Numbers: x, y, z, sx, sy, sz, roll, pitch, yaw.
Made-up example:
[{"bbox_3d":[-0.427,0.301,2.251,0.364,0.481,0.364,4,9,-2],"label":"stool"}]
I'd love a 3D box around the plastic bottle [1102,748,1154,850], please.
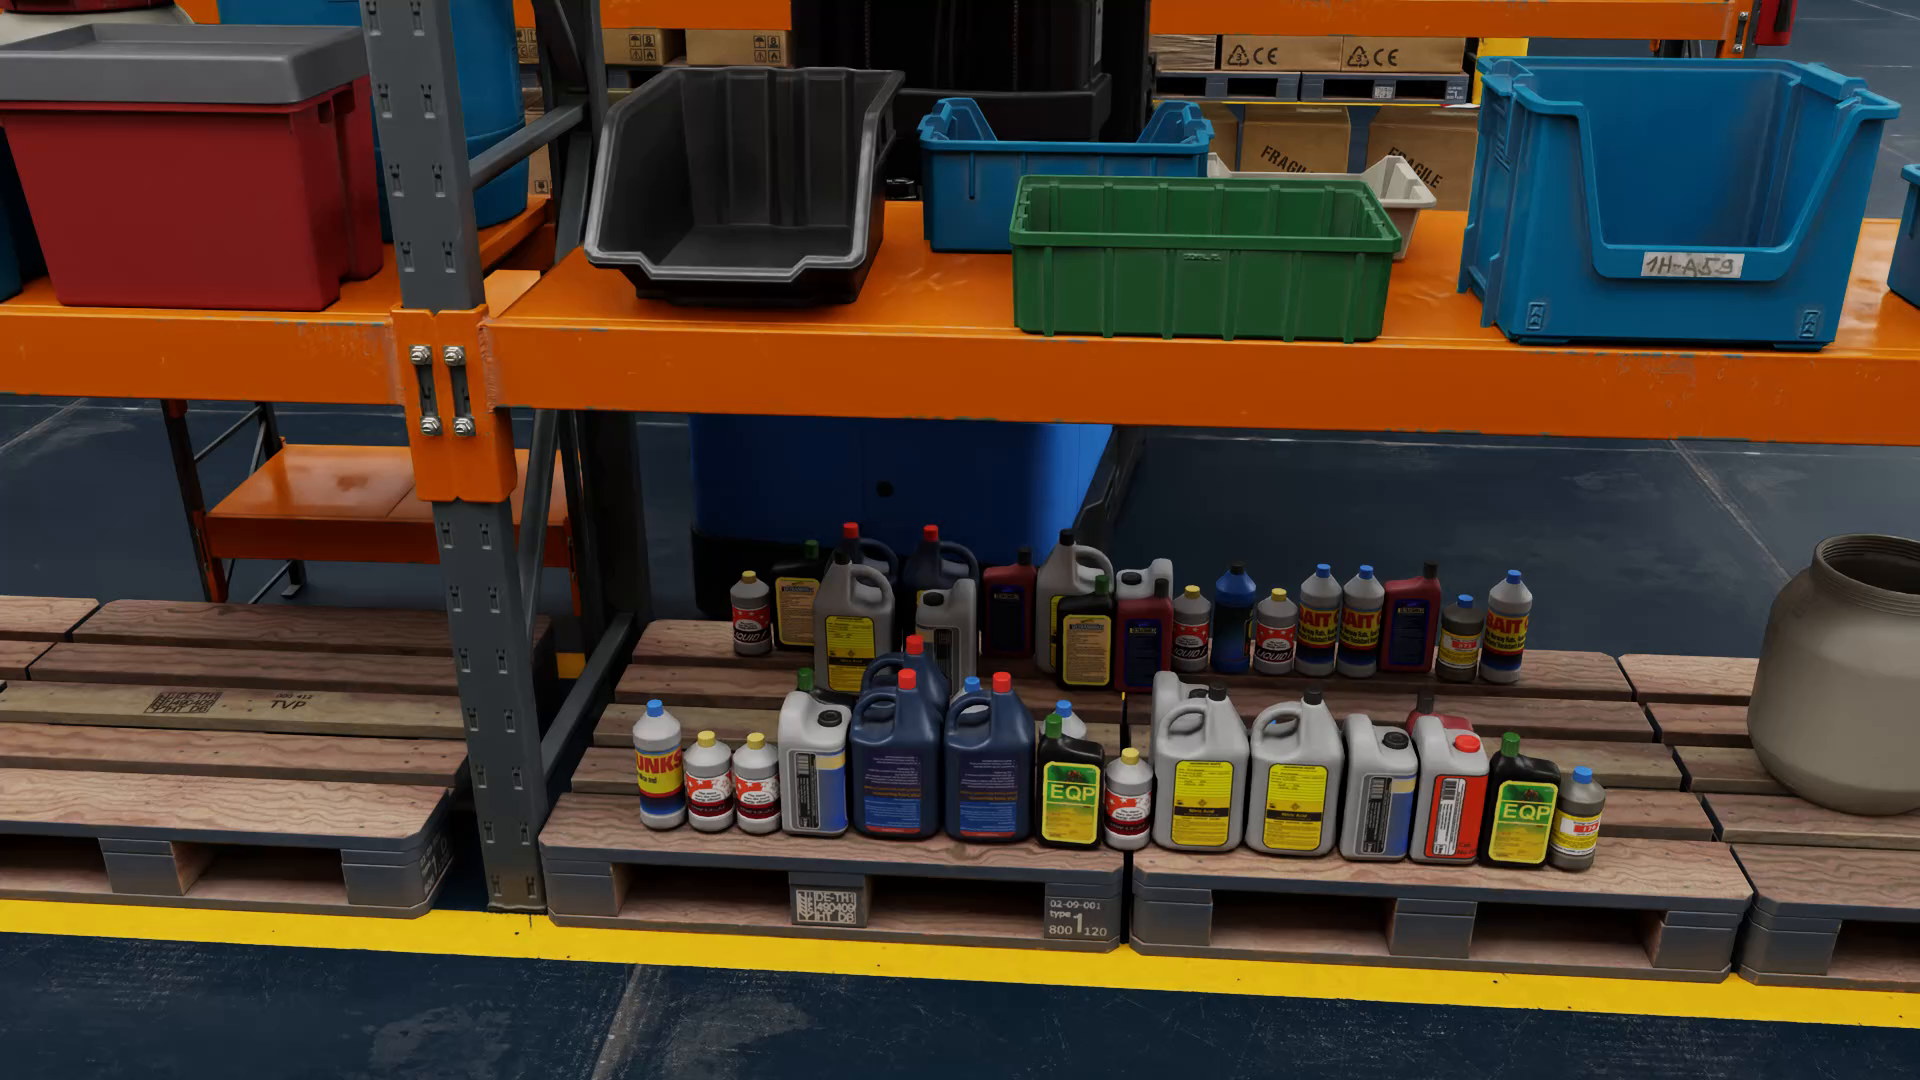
[{"bbox_3d":[0.340,0.515,3.363,0.097,0.201,0.097,0,25,0],"label":"plastic bottle"}]

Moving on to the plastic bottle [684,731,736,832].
[{"bbox_3d":[-0.516,0.488,3.423,0.097,0.201,0.097,0,25,0],"label":"plastic bottle"}]

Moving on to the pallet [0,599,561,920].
[{"bbox_3d":[-1.687,0.478,3.958,1.213,0.211,1.003,2,25,4],"label":"pallet"}]

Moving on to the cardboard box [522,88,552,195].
[{"bbox_3d":[-2.165,-1.978,8.424,0.500,0.500,0.700,0,25,-1],"label":"cardboard box"}]

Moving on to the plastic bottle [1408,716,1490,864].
[{"bbox_3d":[0.973,0.490,3.328,0.135,0.276,0.152,2,25,4],"label":"plastic bottle"}]

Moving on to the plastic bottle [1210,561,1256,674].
[{"bbox_3d":[0.659,0.179,4.009,0.097,0.271,0.097,0,25,0],"label":"plastic bottle"}]

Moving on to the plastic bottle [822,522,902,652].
[{"bbox_3d":[-0.237,0.124,4.034,0.185,0.351,0.144,1,25,3],"label":"plastic bottle"}]

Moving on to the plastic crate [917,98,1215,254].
[{"bbox_3d":[0.223,-0.790,3.556,0.616,0.251,0.499,2,25,4],"label":"plastic crate"}]

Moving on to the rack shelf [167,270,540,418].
[{"bbox_3d":[-1.481,-0.533,4.347,1.000,0.278,0.538,1,26,4],"label":"rack shelf"}]

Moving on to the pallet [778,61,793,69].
[{"bbox_3d":[-0.817,-3.634,12.896,1.213,0.211,1.003,2,25,4],"label":"pallet"}]

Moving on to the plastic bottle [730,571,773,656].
[{"bbox_3d":[-0.516,0.173,4.106,0.097,0.201,0.097,0,25,0],"label":"plastic bottle"}]

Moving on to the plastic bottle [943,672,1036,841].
[{"bbox_3d":[0.060,0.429,3.372,0.185,0.351,0.144,1,25,2],"label":"plastic bottle"}]

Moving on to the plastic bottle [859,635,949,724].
[{"bbox_3d":[-0.117,0.363,3.516,0.185,0.351,0.144,2,25,4],"label":"plastic bottle"}]

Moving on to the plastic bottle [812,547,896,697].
[{"bbox_3d":[-0.248,0.184,3.903,0.185,0.351,0.144,2,25,4],"label":"plastic bottle"}]

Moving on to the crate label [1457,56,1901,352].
[{"bbox_3d":[1.231,-0.614,2.953,0.616,0.435,0.502,2,25,4],"label":"crate label"}]

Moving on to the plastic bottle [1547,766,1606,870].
[{"bbox_3d":[1.222,0.544,3.301,0.097,0.201,0.097,0,25,0],"label":"plastic bottle"}]

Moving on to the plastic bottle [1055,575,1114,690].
[{"bbox_3d":[0.294,0.215,3.918,0.133,0.283,0.061,2,25,4],"label":"plastic bottle"}]

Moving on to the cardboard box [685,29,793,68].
[{"bbox_3d":[-1.629,-4.092,12.742,0.750,0.750,1.050,2,25,4],"label":"cardboard box"}]

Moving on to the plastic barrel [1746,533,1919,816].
[{"bbox_3d":[1.925,0.283,3.521,0.421,0.512,0.421,0,25,0],"label":"plastic barrel"}]

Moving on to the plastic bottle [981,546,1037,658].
[{"bbox_3d":[0.120,0.149,4.061,0.133,0.283,0.061,3,25,8],"label":"plastic bottle"}]

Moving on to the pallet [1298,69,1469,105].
[{"bbox_3d":[3.143,-3.506,12.617,1.213,0.211,1.003,2,25,4],"label":"pallet"}]

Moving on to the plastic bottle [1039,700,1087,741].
[{"bbox_3d":[0.209,0.454,3.413,0.097,0.271,0.097,0,25,0],"label":"plastic bottle"}]

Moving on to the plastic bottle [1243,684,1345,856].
[{"bbox_3d":[0.669,0.448,3.330,0.185,0.351,0.144,3,25,6],"label":"plastic bottle"}]

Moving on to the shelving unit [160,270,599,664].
[{"bbox_3d":[-1.479,-0.269,4.473,1.048,1.125,0.538,1,26,4],"label":"shelving unit"}]

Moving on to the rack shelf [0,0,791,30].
[{"bbox_3d":[-2.516,-2.581,8.132,4.000,0.370,1.077,2,25,4],"label":"rack shelf"}]

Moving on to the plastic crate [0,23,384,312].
[{"bbox_3d":[-1.408,-0.697,3.099,0.583,0.464,0.402,2,25,4],"label":"plastic crate"}]

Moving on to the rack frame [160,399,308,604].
[{"bbox_3d":[-1.986,-0.281,4.506,0.032,1.125,0.500,1,26,4],"label":"rack frame"}]

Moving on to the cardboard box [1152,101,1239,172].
[{"bbox_3d":[1.070,-1.867,8.208,0.500,0.500,0.500,0,25,-1],"label":"cardboard box"}]

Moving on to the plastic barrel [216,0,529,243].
[{"bbox_3d":[-1.263,-1.146,3.552,0.708,0.901,0.600,2,25,4],"label":"plastic barrel"}]

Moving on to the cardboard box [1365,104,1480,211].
[{"bbox_3d":[2.246,-1.803,8.068,0.500,0.500,0.500,8,26,18],"label":"cardboard box"}]

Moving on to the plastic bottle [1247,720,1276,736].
[{"bbox_3d":[0.635,0.464,3.474,0.097,0.201,0.097,0,25,0],"label":"plastic bottle"}]

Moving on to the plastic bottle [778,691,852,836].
[{"bbox_3d":[-0.293,0.450,3.416,0.135,0.276,0.152,3,25,6],"label":"plastic bottle"}]

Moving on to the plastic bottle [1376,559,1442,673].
[{"bbox_3d":[1.079,0.180,3.994,0.133,0.283,0.061,2,25,5],"label":"plastic bottle"}]

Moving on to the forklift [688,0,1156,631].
[{"bbox_3d":[0.085,-1.628,5.282,1.130,2.935,3.031,5,25,12],"label":"forklift"}]

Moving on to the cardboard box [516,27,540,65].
[{"bbox_3d":[-3.430,-4.148,12.865,0.750,0.750,1.050,2,25,3],"label":"cardboard box"}]

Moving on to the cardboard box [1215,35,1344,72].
[{"bbox_3d":[2.388,-4.027,12.453,0.875,0.875,0.875,1,25,3],"label":"cardboard box"}]

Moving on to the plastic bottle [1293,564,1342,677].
[{"bbox_3d":[0.861,0.186,3.995,0.097,0.271,0.097,0,25,0],"label":"plastic bottle"}]

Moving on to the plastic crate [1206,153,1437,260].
[{"bbox_3d":[0.737,-0.713,3.527,0.437,0.136,0.530,2,25,4],"label":"plastic crate"}]

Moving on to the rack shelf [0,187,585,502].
[{"bbox_3d":[-2.896,-0.517,3.645,4.000,0.370,1.077,2,25,4],"label":"rack shelf"}]

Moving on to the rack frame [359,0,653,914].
[{"bbox_3d":[-0.901,-0.780,3.356,0.127,3.000,1.000,2,25,4],"label":"rack frame"}]

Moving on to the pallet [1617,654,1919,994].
[{"bbox_3d":[2.198,0.604,3.685,1.213,0.211,1.003,2,25,4],"label":"pallet"}]

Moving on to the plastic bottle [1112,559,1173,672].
[{"bbox_3d":[0.438,0.182,3.999,0.135,0.276,0.152,2,25,5],"label":"plastic bottle"}]

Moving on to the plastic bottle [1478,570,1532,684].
[{"bbox_3d":[1.303,0.200,3.964,0.097,0.271,0.097,0,25,0],"label":"plastic bottle"}]

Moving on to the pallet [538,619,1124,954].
[{"bbox_3d":[-0.235,0.526,3.854,1.213,0.211,1.003,2,25,4],"label":"pallet"}]

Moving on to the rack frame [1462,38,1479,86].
[{"bbox_3d":[3.947,-4.780,12.050,0.127,3.000,1.000,2,25,4],"label":"rack frame"}]
